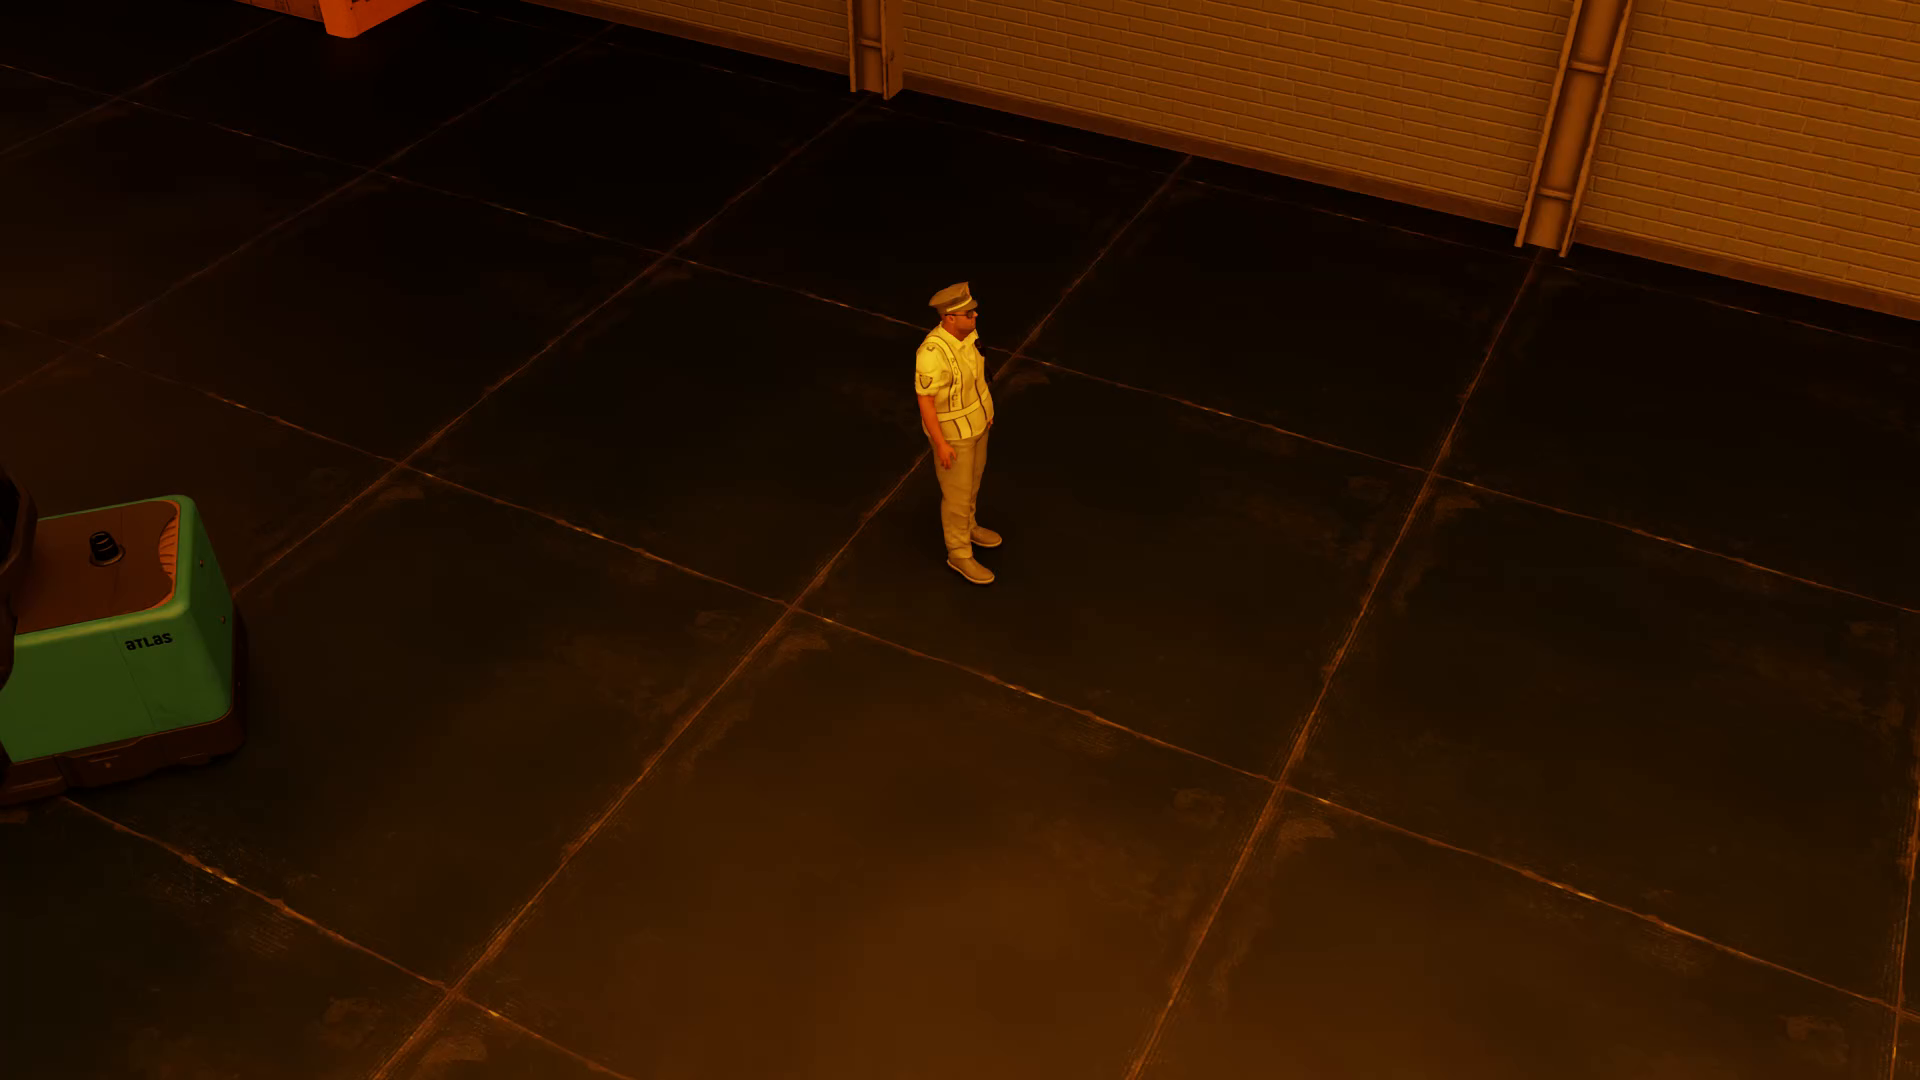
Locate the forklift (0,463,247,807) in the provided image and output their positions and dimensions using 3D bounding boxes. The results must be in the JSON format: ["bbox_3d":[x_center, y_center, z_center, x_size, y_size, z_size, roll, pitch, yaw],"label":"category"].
[{"bbox_3d":[-5.395,0.023,7.959,3.031,2.935,1.130,-12,41,-13],"label":"forklift"}]

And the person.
[{"bbox_3d":[0.063,-0.657,9.648,0.575,1.781,0.640,18,43,21],"label":"person"}]
